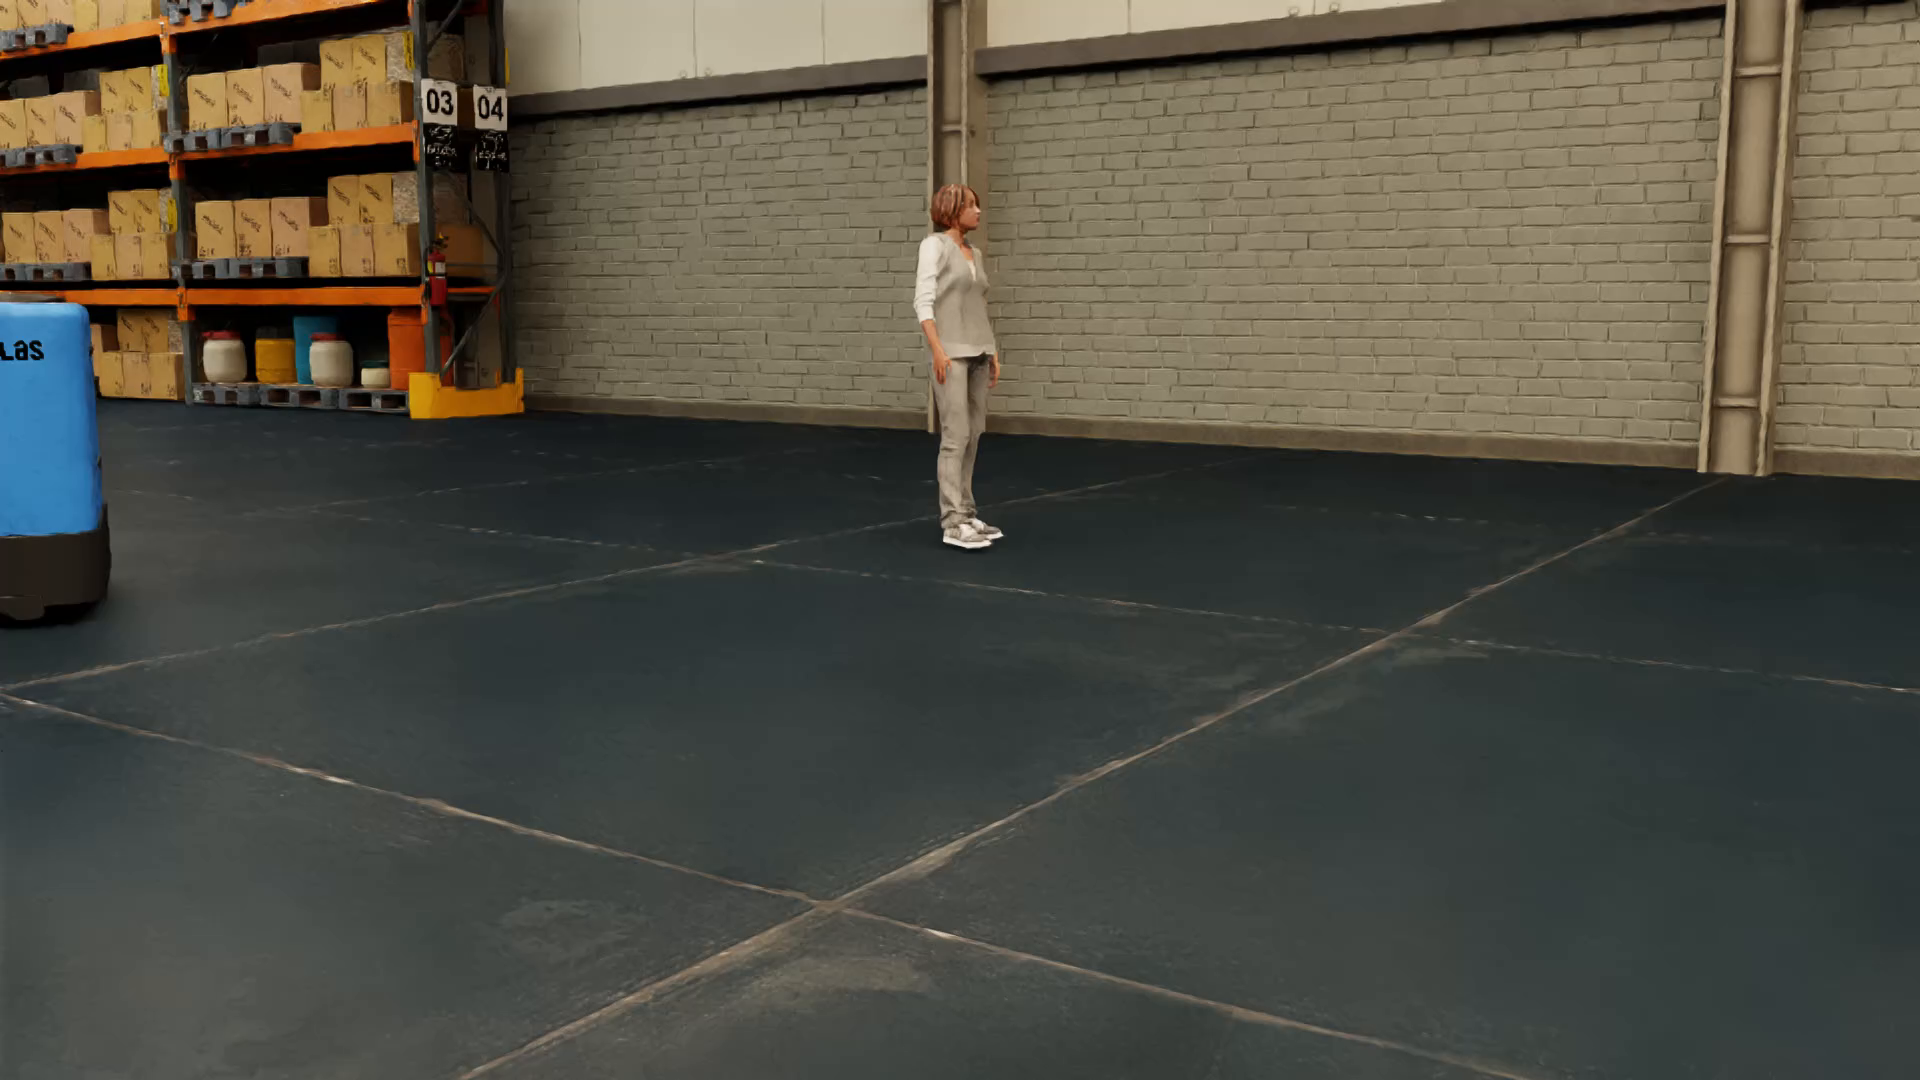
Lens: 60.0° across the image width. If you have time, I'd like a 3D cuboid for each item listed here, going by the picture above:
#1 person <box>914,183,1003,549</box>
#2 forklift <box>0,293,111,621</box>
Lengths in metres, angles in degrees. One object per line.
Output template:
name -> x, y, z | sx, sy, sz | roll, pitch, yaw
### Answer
person -> 0.054, -0.790, 7.438 | 0.474, 1.597, 0.521 | 5, 10, 34
forklift -> -4.479, -1.144, 5.235 | 3.031, 2.935, 1.130 | -4, 9, -26
